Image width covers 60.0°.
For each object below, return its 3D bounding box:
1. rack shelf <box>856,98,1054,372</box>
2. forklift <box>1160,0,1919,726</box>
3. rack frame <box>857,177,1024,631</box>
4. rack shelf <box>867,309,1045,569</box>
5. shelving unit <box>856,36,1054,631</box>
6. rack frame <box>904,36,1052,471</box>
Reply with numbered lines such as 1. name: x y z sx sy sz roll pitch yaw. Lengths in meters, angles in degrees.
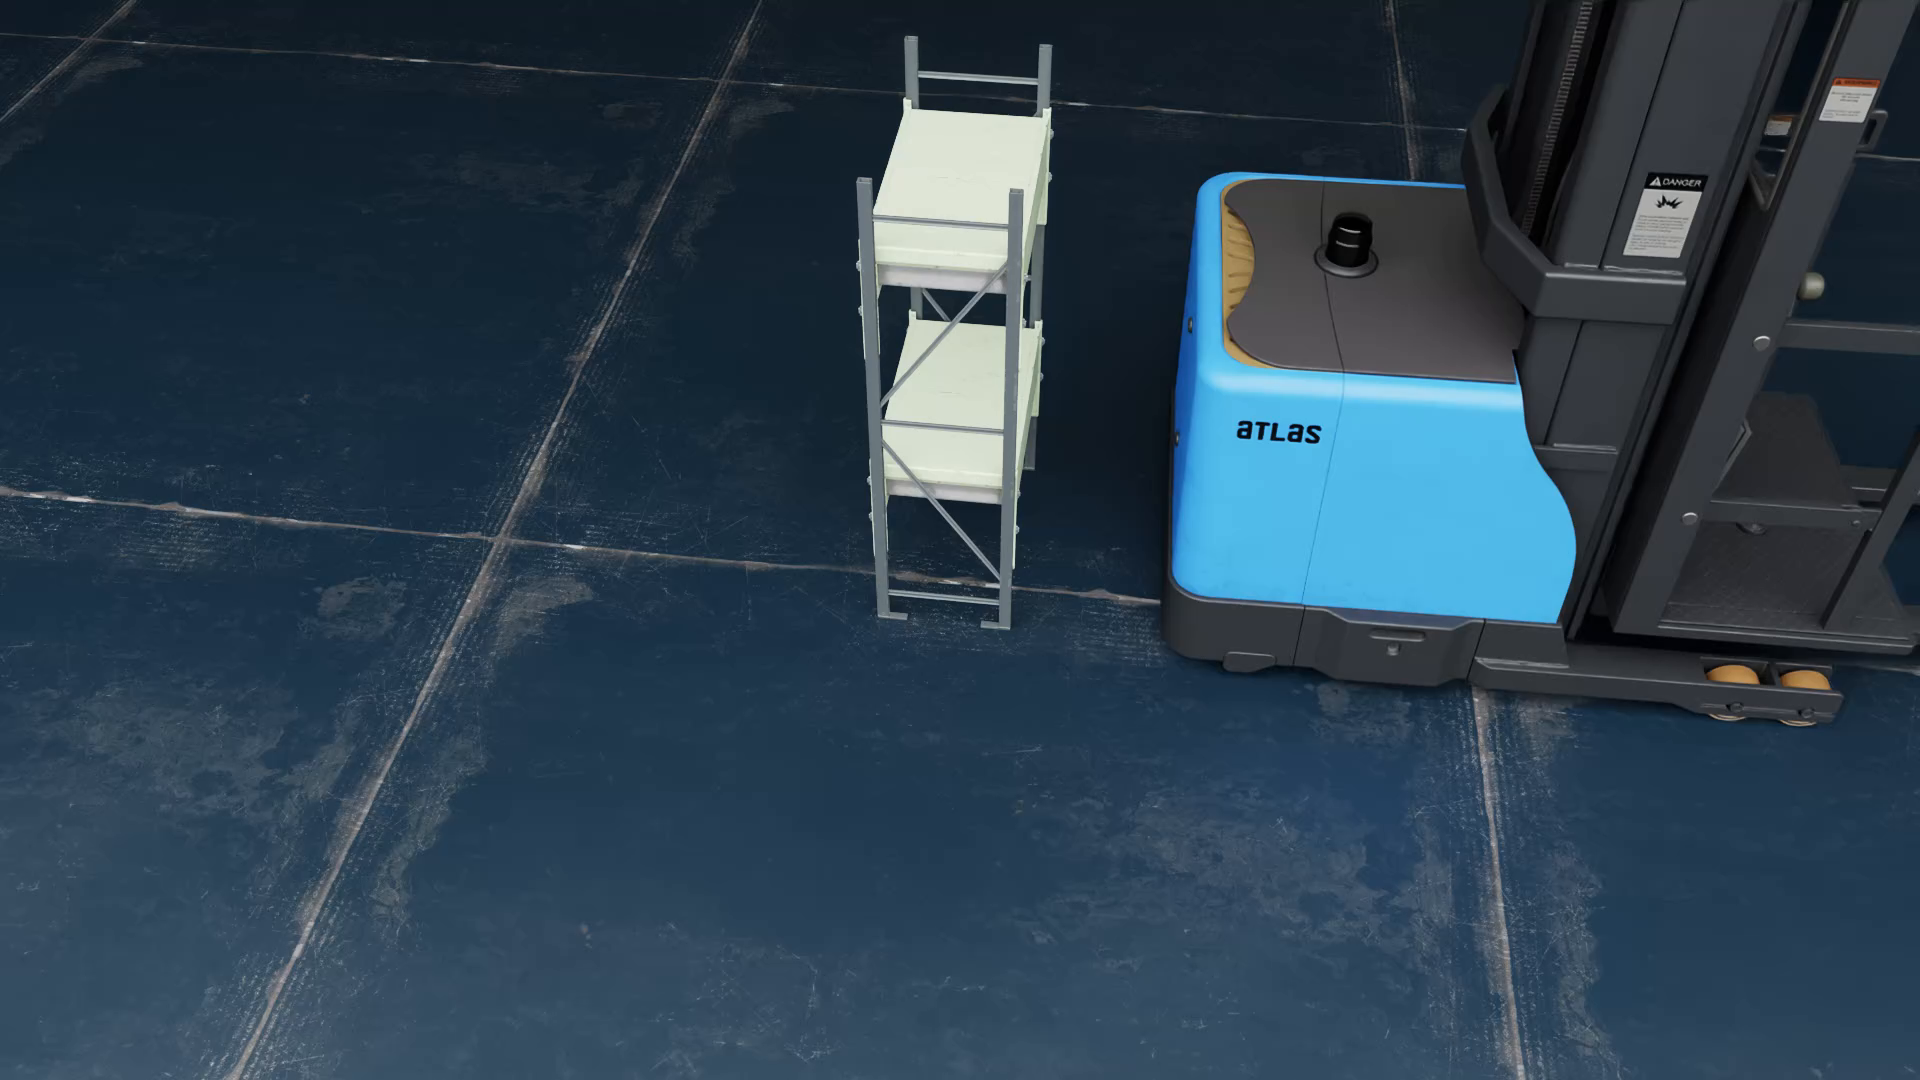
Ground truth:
1. rack shelf: 0.001 -0.833 4.471 0.431 0.370 0.720 5 44 6
2. forklift: 2.138 -0.926 4.096 3.031 2.935 1.130 4 44 4
3. rack frame: -0.048 -0.300 4.476 0.400 1.500 0.023 5 44 6
4. rack shelf: 0.001 -0.312 4.963 0.431 0.370 0.720 5 44 6
5. shelving unit: 0.001 -0.549 4.739 0.431 1.500 0.755 5 44 6
6. rack frame: 0.049 -0.799 5.003 0.400 1.500 0.023 5 44 6
